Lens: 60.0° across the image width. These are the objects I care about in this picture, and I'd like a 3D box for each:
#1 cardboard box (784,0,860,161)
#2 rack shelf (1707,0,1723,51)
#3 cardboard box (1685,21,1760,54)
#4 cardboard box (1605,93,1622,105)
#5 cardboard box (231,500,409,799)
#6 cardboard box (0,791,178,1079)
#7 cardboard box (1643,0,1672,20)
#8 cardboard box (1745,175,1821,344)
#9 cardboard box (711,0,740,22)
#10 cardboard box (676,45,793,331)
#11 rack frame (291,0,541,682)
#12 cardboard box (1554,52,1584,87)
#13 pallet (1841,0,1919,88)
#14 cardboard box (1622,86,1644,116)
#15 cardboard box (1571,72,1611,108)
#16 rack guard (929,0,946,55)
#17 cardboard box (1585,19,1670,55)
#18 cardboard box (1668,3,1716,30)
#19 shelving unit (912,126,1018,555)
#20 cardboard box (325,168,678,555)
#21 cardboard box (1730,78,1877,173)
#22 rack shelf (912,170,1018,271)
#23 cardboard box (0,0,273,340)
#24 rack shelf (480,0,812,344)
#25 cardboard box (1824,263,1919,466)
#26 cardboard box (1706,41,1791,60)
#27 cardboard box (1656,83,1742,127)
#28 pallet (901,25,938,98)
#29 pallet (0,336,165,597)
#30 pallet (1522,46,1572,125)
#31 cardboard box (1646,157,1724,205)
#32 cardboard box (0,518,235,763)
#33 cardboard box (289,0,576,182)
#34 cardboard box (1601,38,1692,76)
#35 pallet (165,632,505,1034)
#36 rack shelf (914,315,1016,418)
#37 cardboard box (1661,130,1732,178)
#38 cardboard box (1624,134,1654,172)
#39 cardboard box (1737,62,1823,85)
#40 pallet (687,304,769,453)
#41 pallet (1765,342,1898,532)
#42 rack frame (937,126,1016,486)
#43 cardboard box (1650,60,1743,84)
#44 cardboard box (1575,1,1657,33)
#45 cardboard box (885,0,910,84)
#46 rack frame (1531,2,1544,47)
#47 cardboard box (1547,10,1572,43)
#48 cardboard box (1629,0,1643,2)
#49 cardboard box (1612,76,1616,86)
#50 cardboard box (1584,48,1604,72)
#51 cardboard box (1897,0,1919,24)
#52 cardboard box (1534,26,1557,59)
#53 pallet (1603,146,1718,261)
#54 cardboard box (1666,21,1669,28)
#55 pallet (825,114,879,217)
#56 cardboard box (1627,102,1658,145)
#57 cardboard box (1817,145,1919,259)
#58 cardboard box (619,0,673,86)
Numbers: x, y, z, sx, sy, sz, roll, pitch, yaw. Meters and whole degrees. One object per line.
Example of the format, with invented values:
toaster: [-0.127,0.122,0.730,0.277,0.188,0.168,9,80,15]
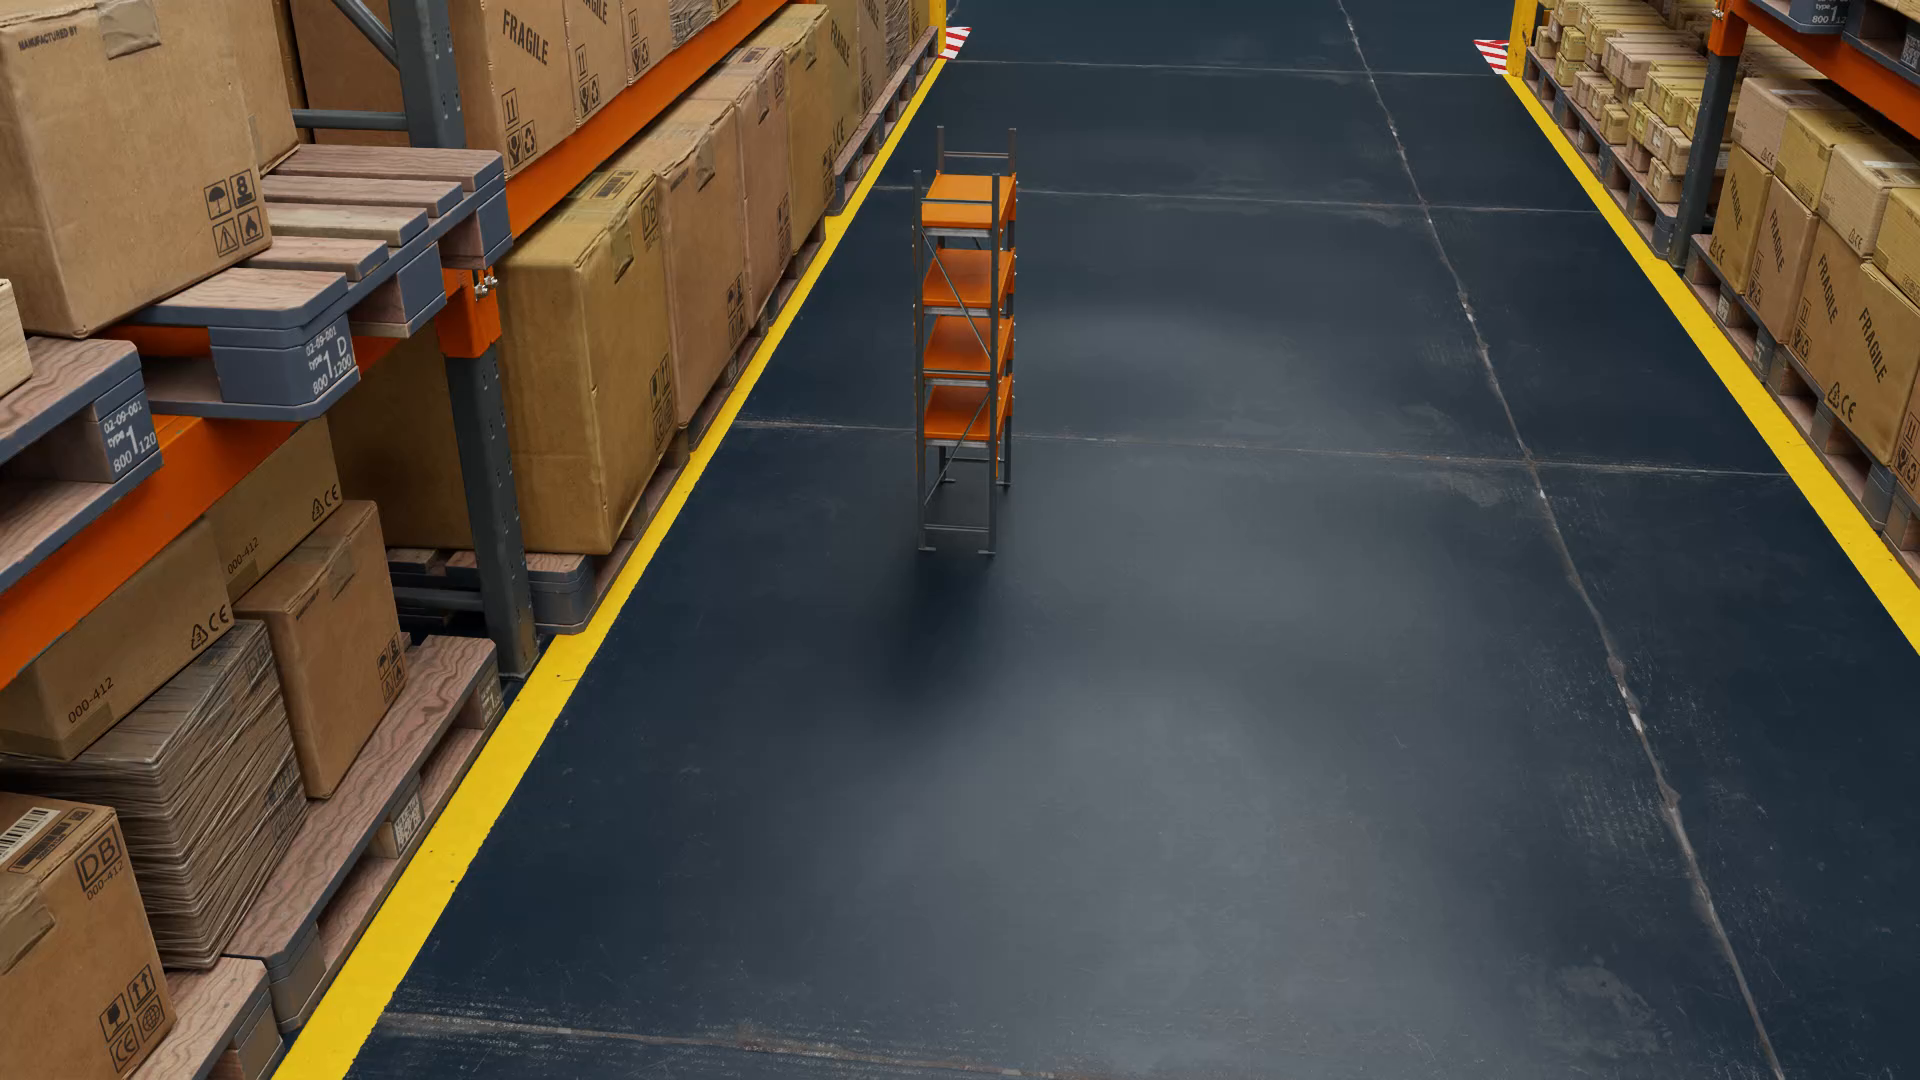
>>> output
cardboard box: [-1.024,-2.430,8.396,0.875,0.875,0.875,3,28,6]
rack shelf: [3.971,-3.164,8.718,1.077,0.370,4.000,3,28,6]
cardboard box: [4.195,-2.740,9.109,0.380,0.149,0.250,2,28,4]
cardboard box: [3.661,-2.279,8.881,0.380,0.149,0.250,4,29,7]
cardboard box: [-1.737,0.232,3.829,0.700,0.500,0.500,2,28,4]
cardboard box: [-1.855,0.761,2.847,0.700,0.500,0.500,6,29,10]
cardboard box: [4.315,-3.235,10.027,0.380,0.149,0.250,4,29,7]
cardboard box: [3.309,-1.042,6.214,0.500,0.500,0.500,5,29,8]
cardboard box: [-1.095,-2.204,6.073,0.500,0.500,0.500,3,28,6]
cardboard box: [-1.351,-1.401,6.485,1.225,0.875,0.875,2,28,4]
rack frame: [-1.674,-0.992,3.928,1.000,3.000,0.127,3,28,6]
cardboard box: [3.720,-2.764,9.781,0.380,0.149,0.250,4,29,7]
pallet: [3.438,-1.506,5.084,1.003,0.211,1.213,3,28,6]
cardboard box: [3.625,-2.255,8.523,0.380,0.149,0.250,4,29,7]
cardboard box: [3.666,-2.526,9.340,0.380,0.149,0.250,2,28,4]
rack guard: [-0.691,-3.668,11.532,1.175,0.500,0.348,3,28,6]
cardboard box: [3.673,-2.766,9.157,0.380,0.149,0.250,4,29,7]
cardboard box: [4.315,-2.987,9.568,0.380,0.149,0.250,2,28,4]
shelving unit: [0.020,-0.606,5.110,0.258,1.200,0.503,3,28,6]
cardboard box: [-1.569,-0.565,4.933,1.225,0.875,0.875,2,28,4]
cardboard box: [3.373,-1.621,6.498,0.500,0.250,0.500,2,28,4]
rack shelf: [0.020,-0.952,4.924,0.258,0.148,0.480,3,28,6]
cardboard box: [-1.670,-0.696,2.830,0.700,0.500,0.500,8,29,14]
rack shelf: [-1.429,-1.616,5.846,1.077,0.370,4.000,3,28,6]
cardboard box: [3.173,-0.559,5.318,0.500,0.500,0.500,2,28,4]
cardboard box: [4.121,-2.501,8.665,0.380,0.149,0.250,2,28,4]
cardboard box: [3.503,-2.036,7.802,0.380,0.149,0.250,4,29,7]
pallet: [-0.714,-3.149,10.872,1.003,0.211,1.213,3,28,6]
pallet: [-1.876,0.027,2.240,1.003,0.211,1.213,3,28,6]
pallet: [4.072,-2.778,10.184,1.003,0.211,1.213,3,28,6]
cardboard box: [3.436,-1.673,7.756,0.380,0.149,0.250,4,29,7]
cardboard box: [-1.782,0.152,3.186,0.500,0.250,0.500,7,29,12]
cardboard box: [-1.345,-1.249,4.300,0.500,0.500,0.500,4,29,8]
cardboard box: [3.598,-2.531,8.722,0.380,0.149,0.250,2,28,4]
pallet: [-1.772,0.604,3.907,1.003,0.211,1.213,3,28,6]
rack shelf: [0.020,-0.547,5.142,0.258,0.148,0.480,3,28,6]
cardboard box: [3.449,-1.766,7.615,0.380,0.149,0.250,4,29,7]
cardboard box: [3.519,-1.919,8.212,0.380,0.149,0.250,2,28,5]
cardboard box: [4.058,-2.253,8.205,0.380,0.149,0.250,3,28,5]
pallet: [-1.351,-0.704,6.333,1.003,0.211,1.213,3,28,6]
pallet: [3.485,-0.369,5.712,1.003,0.211,1.213,3,28,6]
rack frame: [0.050,-0.721,5.323,0.240,1.200,0.015,3,28,6]
cardboard box: [3.636,-2.271,8.238,0.380,0.149,0.250,4,29,8]
cardboard box: [3.794,-3.017,9.623,0.380,0.149,0.250,2,28,4]
cardboard box: [-0.805,-3.273,9.960,0.875,0.875,0.875,3,28,6]
rack frame: [4.216,-4.422,10.295,1.000,3.000,0.127,3,28,6]
cardboard box: [3.808,-3.125,10.138,0.380,0.149,0.250,3,28,6]
cardboard box: [3.900,-3.250,10.055,0.380,0.149,0.250,4,29,7]
cardboard box: [3.753,-2.503,8.983,0.380,0.149,0.250,5,29,9]
cardboard box: [3.788,-2.760,9.460,0.380,0.149,0.250,2,28,4]
cardboard box: [3.002,-1.593,4.866,0.380,0.149,0.250,4,29,8]
cardboard box: [3.834,-3.123,10.448,0.380,0.149,0.250,4,29,7]
pallet: [3.773,-1.629,8.052,1.003,0.211,1.213,3,28,6]
cardboard box: [4.373,-2.973,9.855,0.380,0.149,0.250,2,28,4]
pallet: [-1.013,-2.000,8.741,1.003,0.211,1.213,3,28,6]
cardboard box: [3.485,-2.022,8.089,0.380,0.149,0.250,2,28,4]
cardboard box: [3.244,-1.130,5.587,0.500,0.250,0.500,4,29,8]
cardboard box: [-1.225,-1.733,5.199,0.500,0.500,0.500,3,28,5]
